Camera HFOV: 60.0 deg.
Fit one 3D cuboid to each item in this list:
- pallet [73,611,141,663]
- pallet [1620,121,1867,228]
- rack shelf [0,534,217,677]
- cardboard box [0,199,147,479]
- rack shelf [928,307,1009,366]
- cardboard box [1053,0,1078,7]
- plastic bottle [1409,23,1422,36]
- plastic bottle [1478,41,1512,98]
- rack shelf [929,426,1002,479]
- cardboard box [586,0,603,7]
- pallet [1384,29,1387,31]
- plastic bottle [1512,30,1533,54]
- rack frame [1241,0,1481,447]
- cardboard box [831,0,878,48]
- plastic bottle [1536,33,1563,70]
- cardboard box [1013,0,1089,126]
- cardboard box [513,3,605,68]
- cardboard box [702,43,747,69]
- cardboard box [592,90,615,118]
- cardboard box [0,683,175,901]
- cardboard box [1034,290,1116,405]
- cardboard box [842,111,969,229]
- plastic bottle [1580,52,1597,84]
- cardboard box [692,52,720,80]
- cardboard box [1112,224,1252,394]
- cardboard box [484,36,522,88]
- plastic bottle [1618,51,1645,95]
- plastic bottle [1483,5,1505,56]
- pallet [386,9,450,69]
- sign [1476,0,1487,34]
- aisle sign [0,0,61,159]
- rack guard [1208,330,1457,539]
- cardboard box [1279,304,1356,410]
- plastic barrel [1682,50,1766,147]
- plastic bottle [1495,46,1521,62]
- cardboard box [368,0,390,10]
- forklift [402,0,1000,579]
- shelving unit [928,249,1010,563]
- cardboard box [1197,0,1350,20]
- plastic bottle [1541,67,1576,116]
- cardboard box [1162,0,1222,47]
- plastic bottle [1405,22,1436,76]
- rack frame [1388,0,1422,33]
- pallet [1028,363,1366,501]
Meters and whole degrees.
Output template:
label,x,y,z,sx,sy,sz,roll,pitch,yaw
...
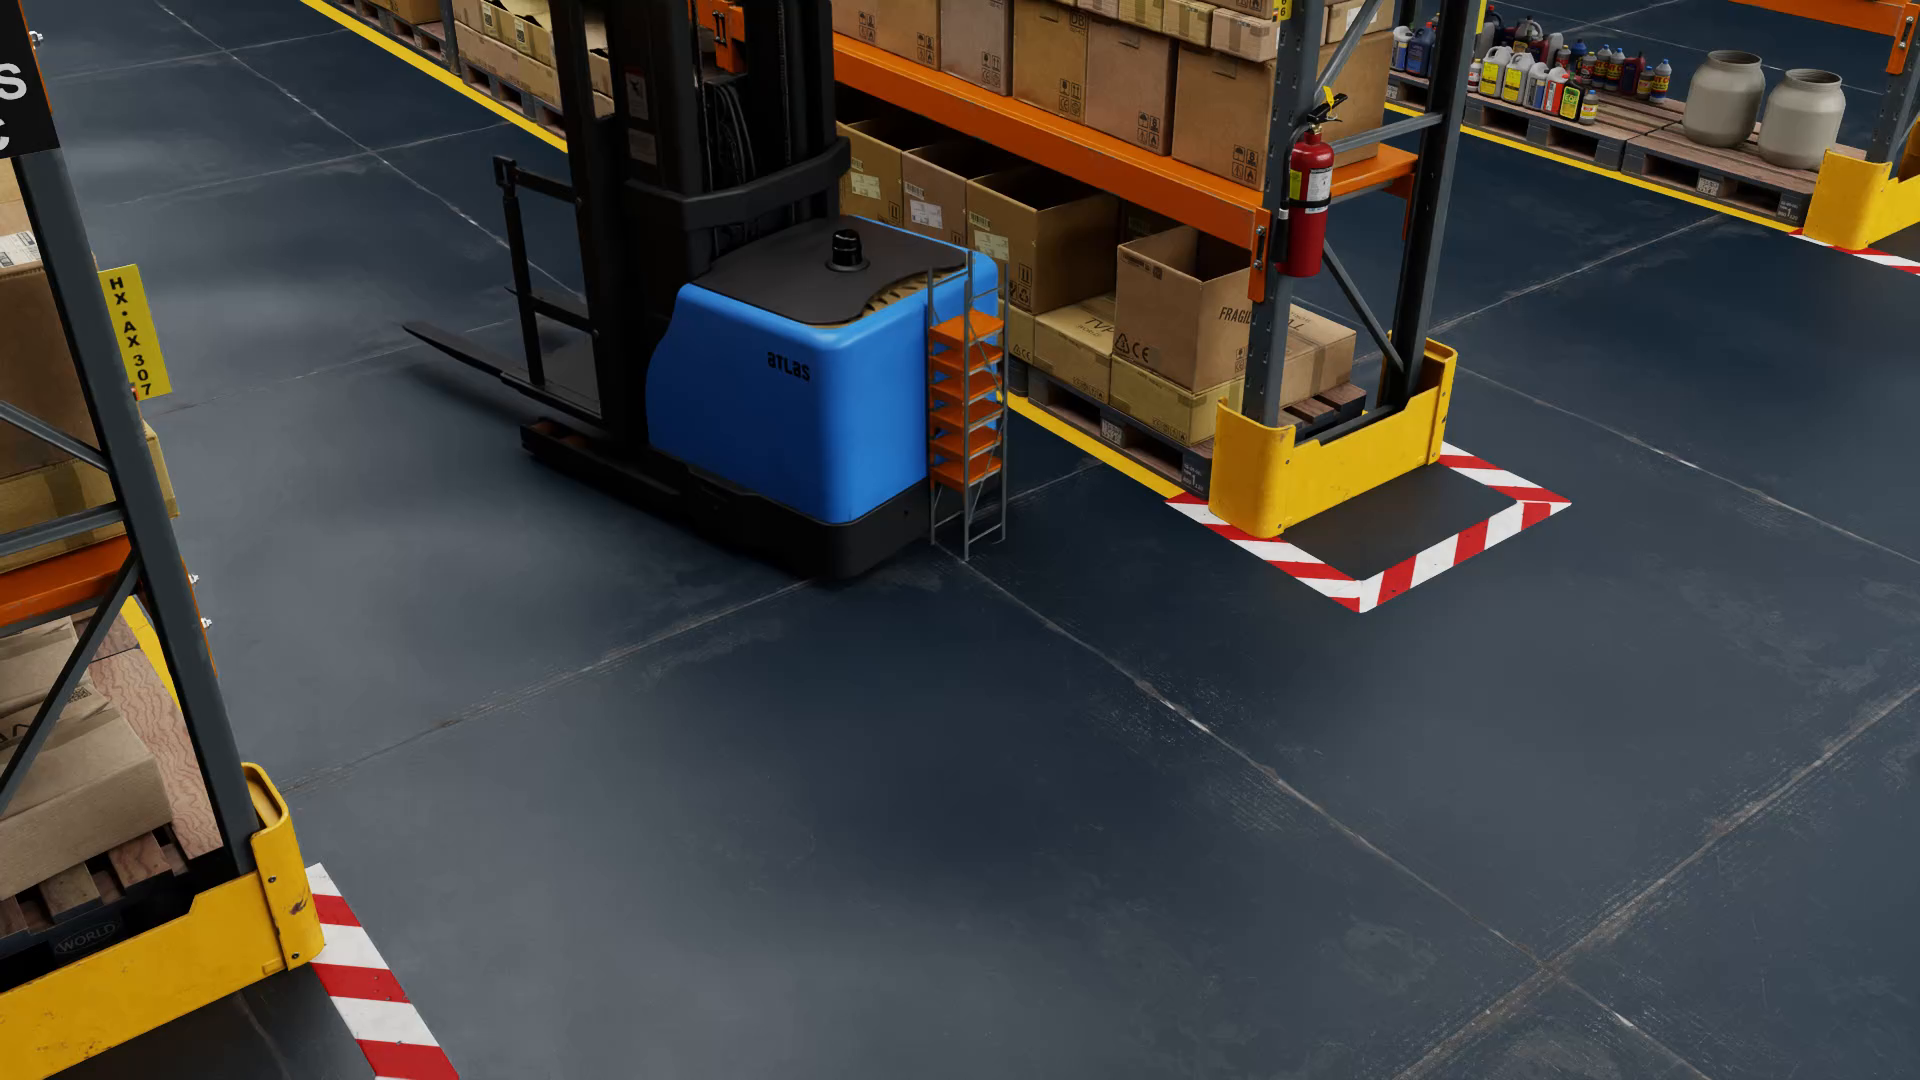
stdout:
label,x,y,z,sx,sy,sz,roll,pitch,yaw
pallet,-3.607,0.363,5.966,1.003,0.211,1.213,-22,38,-31
pallet,4.902,-2.310,10.269,1.003,0.211,1.213,-22,38,-31
rack shelf,-3.573,-0.460,5.330,1.077,0.370,4.000,-22,38,-31
cardboard box,-2.402,-0.492,4.111,0.500,0.500,0.500,-22,38,-31
rack shelf,0.032,-0.767,6.250,0.180,0.103,0.258,26,40,35
cardboard box,0.547,-2.382,7.033,0.380,0.149,0.250,-21,38,-30
plastic bottle,3.179,-3.472,11.654,0.061,0.283,0.133,-22,38,-31
plastic bottle,3.570,-3.140,11.056,0.144,0.351,0.185,-23,38,-32
rack shelf,0.032,-0.360,6.504,0.180,0.103,0.258,26,40,35
cardboard box,-2.194,-3.555,11.307,0.500,0.311,0.500,-23,38,-32
pallet,2.514,-3.935,12.885,1.003,0.211,1.213,-22,38,-31
plastic bottle,3.900,-3.404,11.545,0.061,0.283,0.133,-22,38,-31
rack frame,1.564,-1.536,6.381,1.000,3.000,0.127,-22,38,-31
cardboard box,-0.283,-2.845,8.393,0.700,0.500,0.500,-23,38,-32
plastic bottle,4.061,-3.376,11.507,0.152,0.276,0.135,-22,38,-31
cardboard box,0.662,-2.204,7.360,0.700,0.500,0.500,-22,38,-31
cardboard box,-2.612,-3.376,11.020,0.500,0.311,0.500,-23,39,-33
cardboard box,-1.248,-2.915,10.277,0.500,0.311,0.500,-23,38,-32
cardboard box,-1.995,-2.717,10.490,0.500,0.250,0.500,-21,38,-30
cardboard box,-2.700,0.706,4.902,0.500,0.311,0.500,-27,41,-36
cardboard box,0.686,-0.879,7.531,0.500,0.250,0.500,-22,38,-31
cardboard box,-0.238,-1.821,8.336,0.500,0.500,0.500,-22,38,-31
plastic bottle,4.281,-3.218,11.323,0.097,0.201,0.097,0,32,0
cardboard box,-1.687,-2.743,10.000,0.500,0.311,0.500,-21,38,-30
cardboard box,1.000,-0.993,7.002,0.500,0.500,0.500,-22,38,-31
cardboard box,-2.943,-3.358,11.522,0.500,0.250,0.500,-23,39,-33
plastic bottle,4.489,-3.127,11.099,0.061,0.283,0.133,-22,38,-31
plastic bottle,3.767,-3.611,11.815,0.144,0.351,0.185,-24,39,-34
pallet,-3.769,-4.009,13.005,1.003,0.211,1.213,-22,38,-31
sign,2.006,-2.115,6.417,0.100,0.325,0.005,-22,38,-31
aisle sign,-2.065,-1.104,3.220,0.394,0.787,0.004,-22,38,-31
rack guard,1.579,-0.465,7.024,1.175,0.500,0.348,-22,38,-31
cardboard box,1.411,-0.842,7.471,0.500,0.250,0.500,-22,38,-31
plastic barrel,4.708,-2.717,10.242,0.421,0.512,0.421,0,32,0
plastic bottle,3.672,-3.166,11.170,0.152,0.276,0.135,-22,38,-31
cardboard box,-4.417,-4.525,13.145,0.500,0.500,0.500,-24,39,-33
forklift,-1.299,-1.729,6.755,3.031,2.935,1.130,23,39,32
shelving unit,0.032,-0.499,6.417,0.189,1.200,0.258,26,40,35
cardboard box,1.256,-2.351,6.368,0.700,0.500,0.500,-22,38,-31
plastic bottle,3.874,-2.905,10.748,0.152,0.276,0.135,-22,38,-31
cardboard box,1.018,-2.061,6.515,0.380,0.149,0.250,-21,38,-30
plastic bottle,3.194,-3.395,11.468,0.144,0.351,0.185,-21,38,-30
rack frame,3.027,-4.805,11.643,1.000,3.000,0.127,-22,38,-31
pallet,1.062,-0.657,7.608,1.003,0.211,1.213,-22,38,-31
